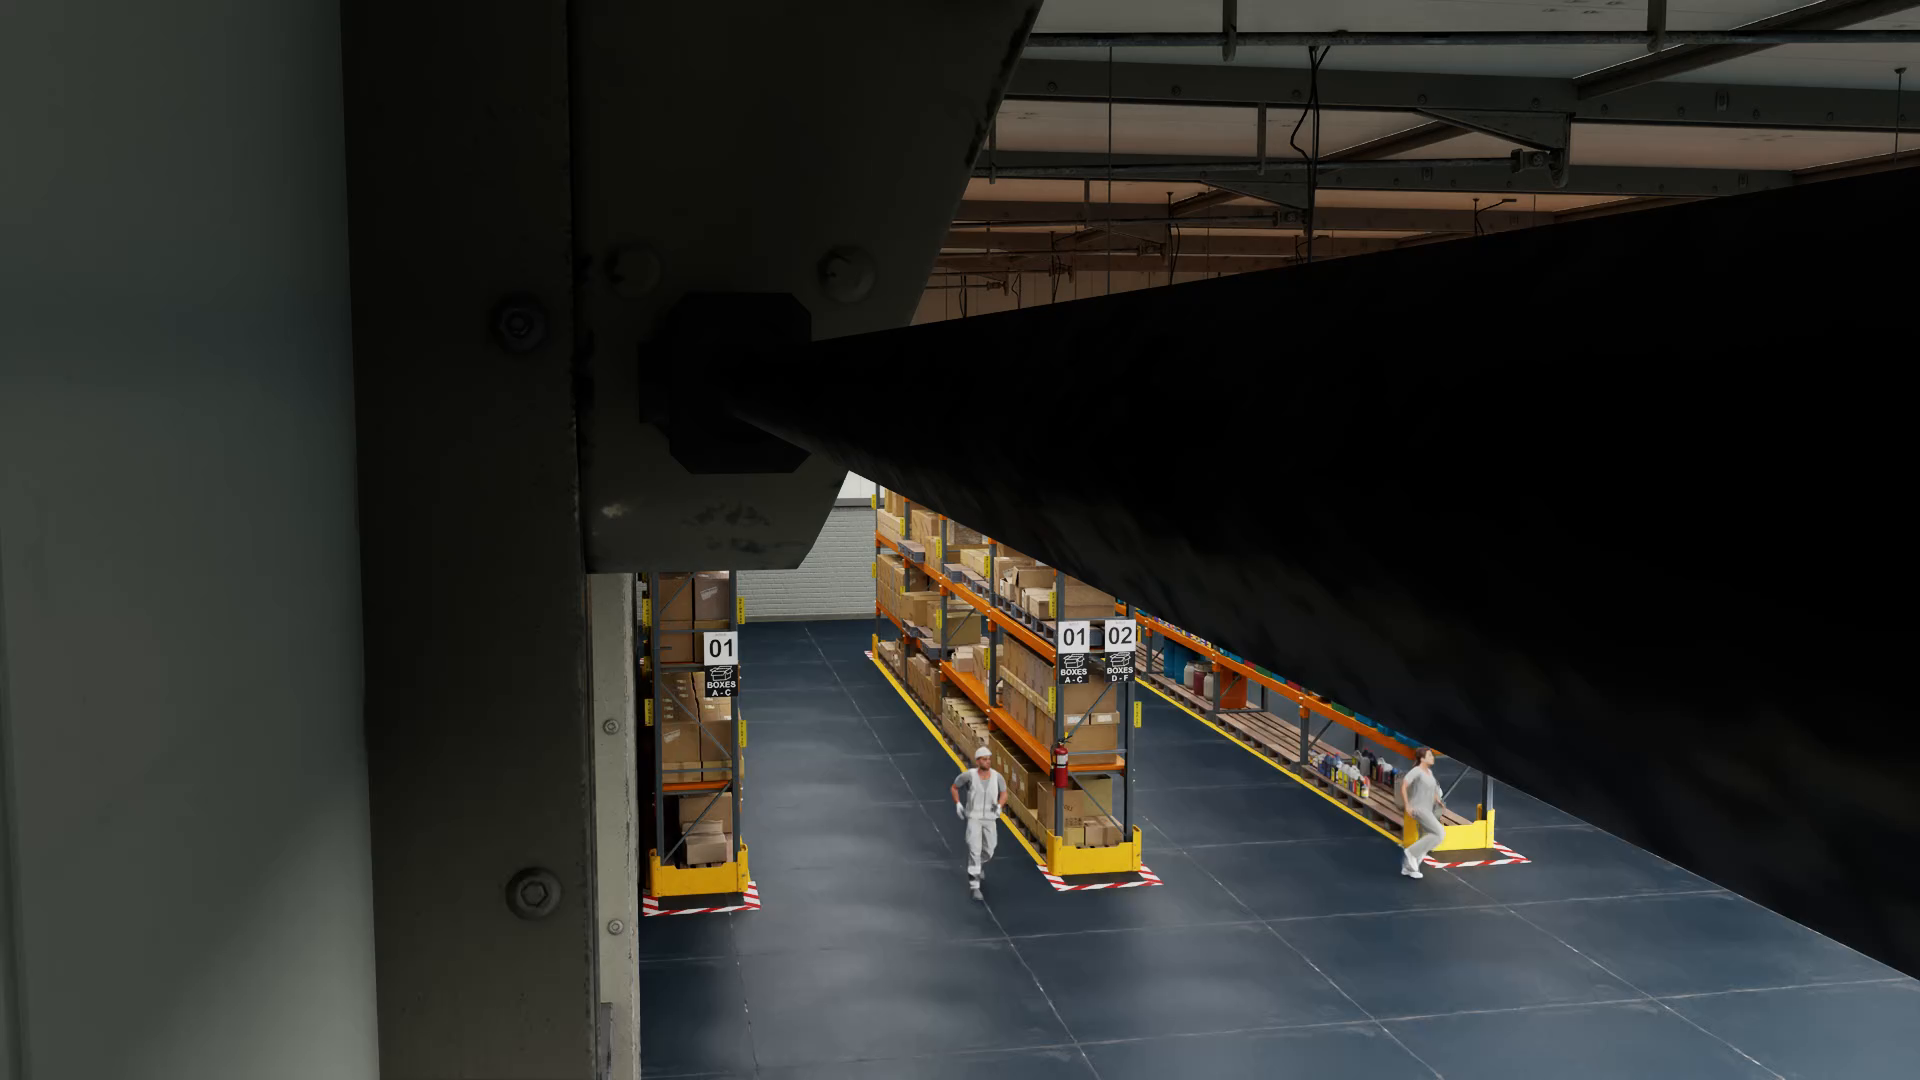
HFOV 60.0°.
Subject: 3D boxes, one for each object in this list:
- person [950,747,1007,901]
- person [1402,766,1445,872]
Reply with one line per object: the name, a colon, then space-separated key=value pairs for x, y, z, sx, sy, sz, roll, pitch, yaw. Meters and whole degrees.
person: x=0.269 y=3.390 z=20.187 sx=0.696 sy=1.747 sz=0.942 roll=-2 pitch=6 yaw=-15
person: x=5.863 y=3.490 z=20.829 sx=0.538 sy=1.312 sz=0.544 roll=4 pitch=7 yaw=36
